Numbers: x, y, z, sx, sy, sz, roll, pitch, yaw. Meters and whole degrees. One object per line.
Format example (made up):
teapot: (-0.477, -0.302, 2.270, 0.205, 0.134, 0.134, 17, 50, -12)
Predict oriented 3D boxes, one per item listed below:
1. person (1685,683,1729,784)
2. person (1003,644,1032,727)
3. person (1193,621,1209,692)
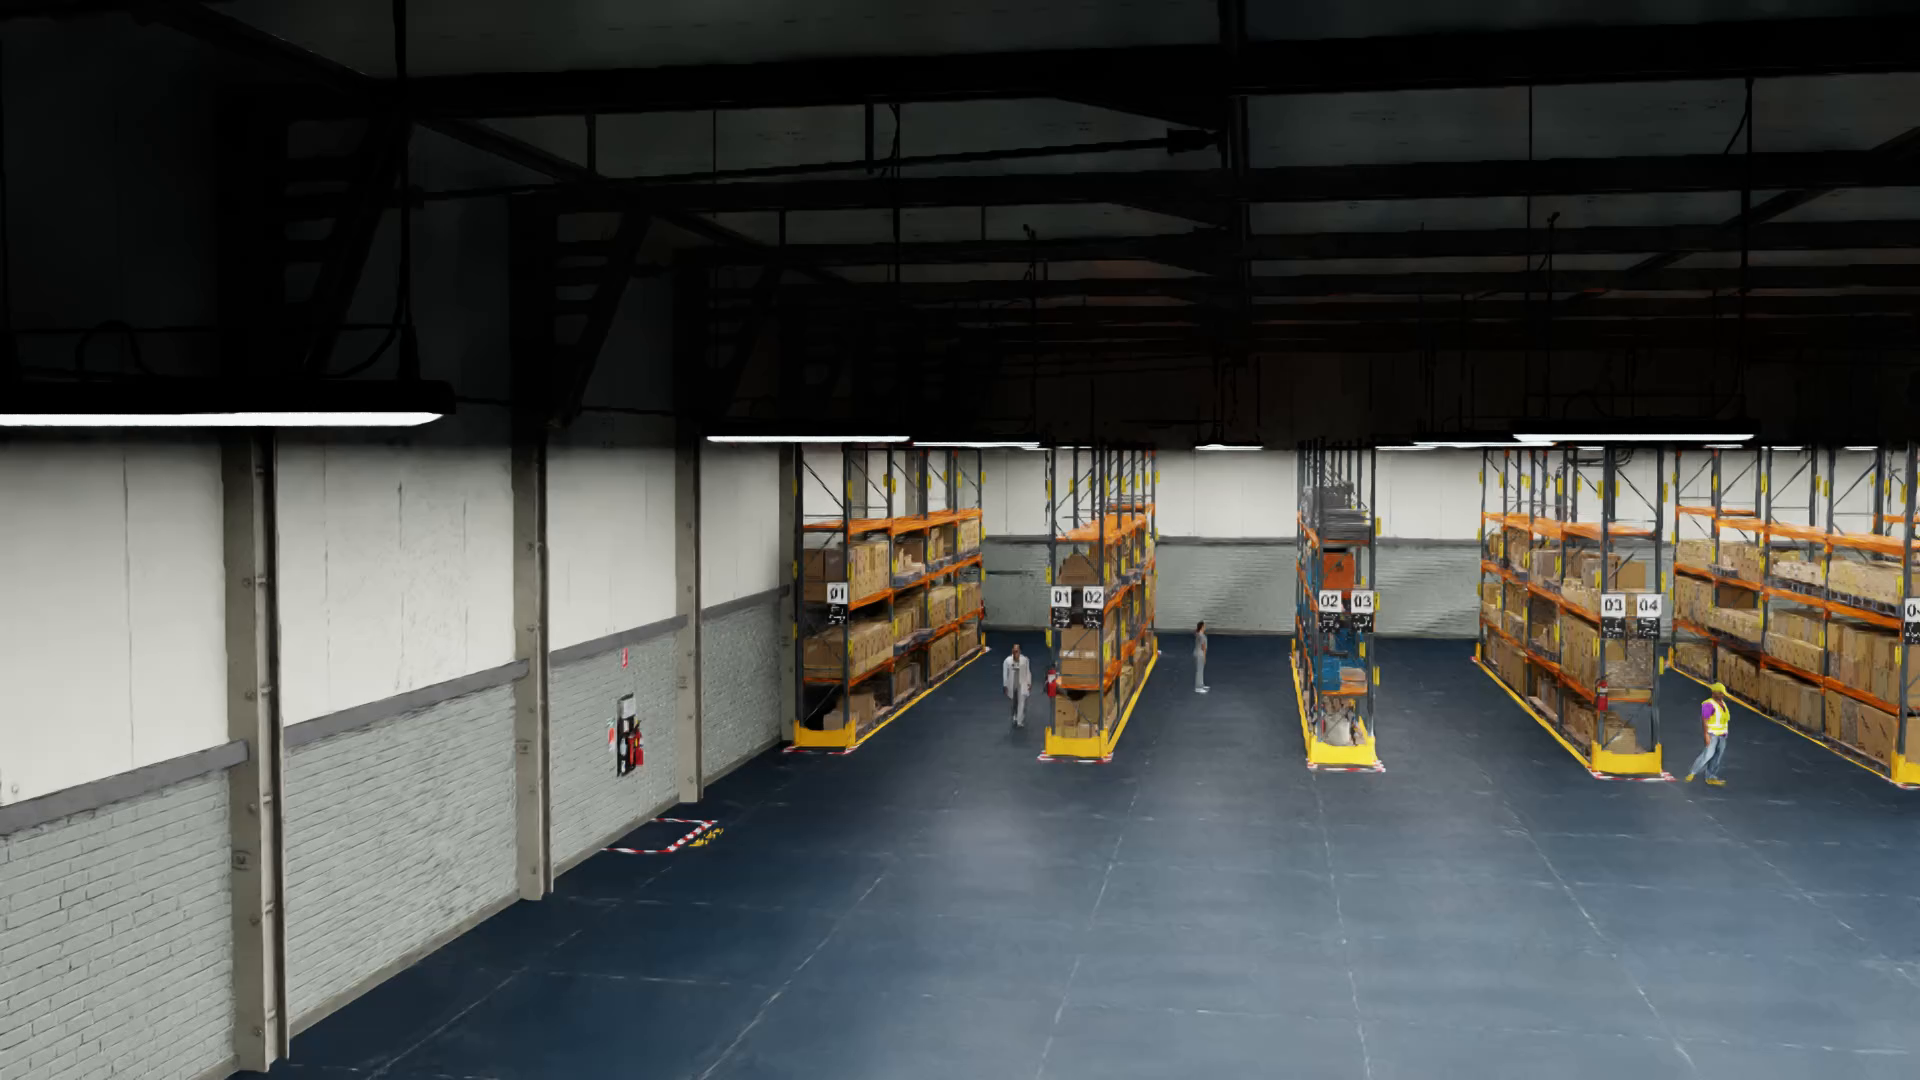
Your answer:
person: (12.873, 3.330, 28.606, 0.739, 1.751, 0.527, -2, 4, -31)
person: (1.178, 3.013, 34.731, 0.598, 1.693, 1.172, 1, 3, 12)
person: (5.782, 2.743, 39.686, 0.457, 1.626, 0.532, -1, 3, -14)
